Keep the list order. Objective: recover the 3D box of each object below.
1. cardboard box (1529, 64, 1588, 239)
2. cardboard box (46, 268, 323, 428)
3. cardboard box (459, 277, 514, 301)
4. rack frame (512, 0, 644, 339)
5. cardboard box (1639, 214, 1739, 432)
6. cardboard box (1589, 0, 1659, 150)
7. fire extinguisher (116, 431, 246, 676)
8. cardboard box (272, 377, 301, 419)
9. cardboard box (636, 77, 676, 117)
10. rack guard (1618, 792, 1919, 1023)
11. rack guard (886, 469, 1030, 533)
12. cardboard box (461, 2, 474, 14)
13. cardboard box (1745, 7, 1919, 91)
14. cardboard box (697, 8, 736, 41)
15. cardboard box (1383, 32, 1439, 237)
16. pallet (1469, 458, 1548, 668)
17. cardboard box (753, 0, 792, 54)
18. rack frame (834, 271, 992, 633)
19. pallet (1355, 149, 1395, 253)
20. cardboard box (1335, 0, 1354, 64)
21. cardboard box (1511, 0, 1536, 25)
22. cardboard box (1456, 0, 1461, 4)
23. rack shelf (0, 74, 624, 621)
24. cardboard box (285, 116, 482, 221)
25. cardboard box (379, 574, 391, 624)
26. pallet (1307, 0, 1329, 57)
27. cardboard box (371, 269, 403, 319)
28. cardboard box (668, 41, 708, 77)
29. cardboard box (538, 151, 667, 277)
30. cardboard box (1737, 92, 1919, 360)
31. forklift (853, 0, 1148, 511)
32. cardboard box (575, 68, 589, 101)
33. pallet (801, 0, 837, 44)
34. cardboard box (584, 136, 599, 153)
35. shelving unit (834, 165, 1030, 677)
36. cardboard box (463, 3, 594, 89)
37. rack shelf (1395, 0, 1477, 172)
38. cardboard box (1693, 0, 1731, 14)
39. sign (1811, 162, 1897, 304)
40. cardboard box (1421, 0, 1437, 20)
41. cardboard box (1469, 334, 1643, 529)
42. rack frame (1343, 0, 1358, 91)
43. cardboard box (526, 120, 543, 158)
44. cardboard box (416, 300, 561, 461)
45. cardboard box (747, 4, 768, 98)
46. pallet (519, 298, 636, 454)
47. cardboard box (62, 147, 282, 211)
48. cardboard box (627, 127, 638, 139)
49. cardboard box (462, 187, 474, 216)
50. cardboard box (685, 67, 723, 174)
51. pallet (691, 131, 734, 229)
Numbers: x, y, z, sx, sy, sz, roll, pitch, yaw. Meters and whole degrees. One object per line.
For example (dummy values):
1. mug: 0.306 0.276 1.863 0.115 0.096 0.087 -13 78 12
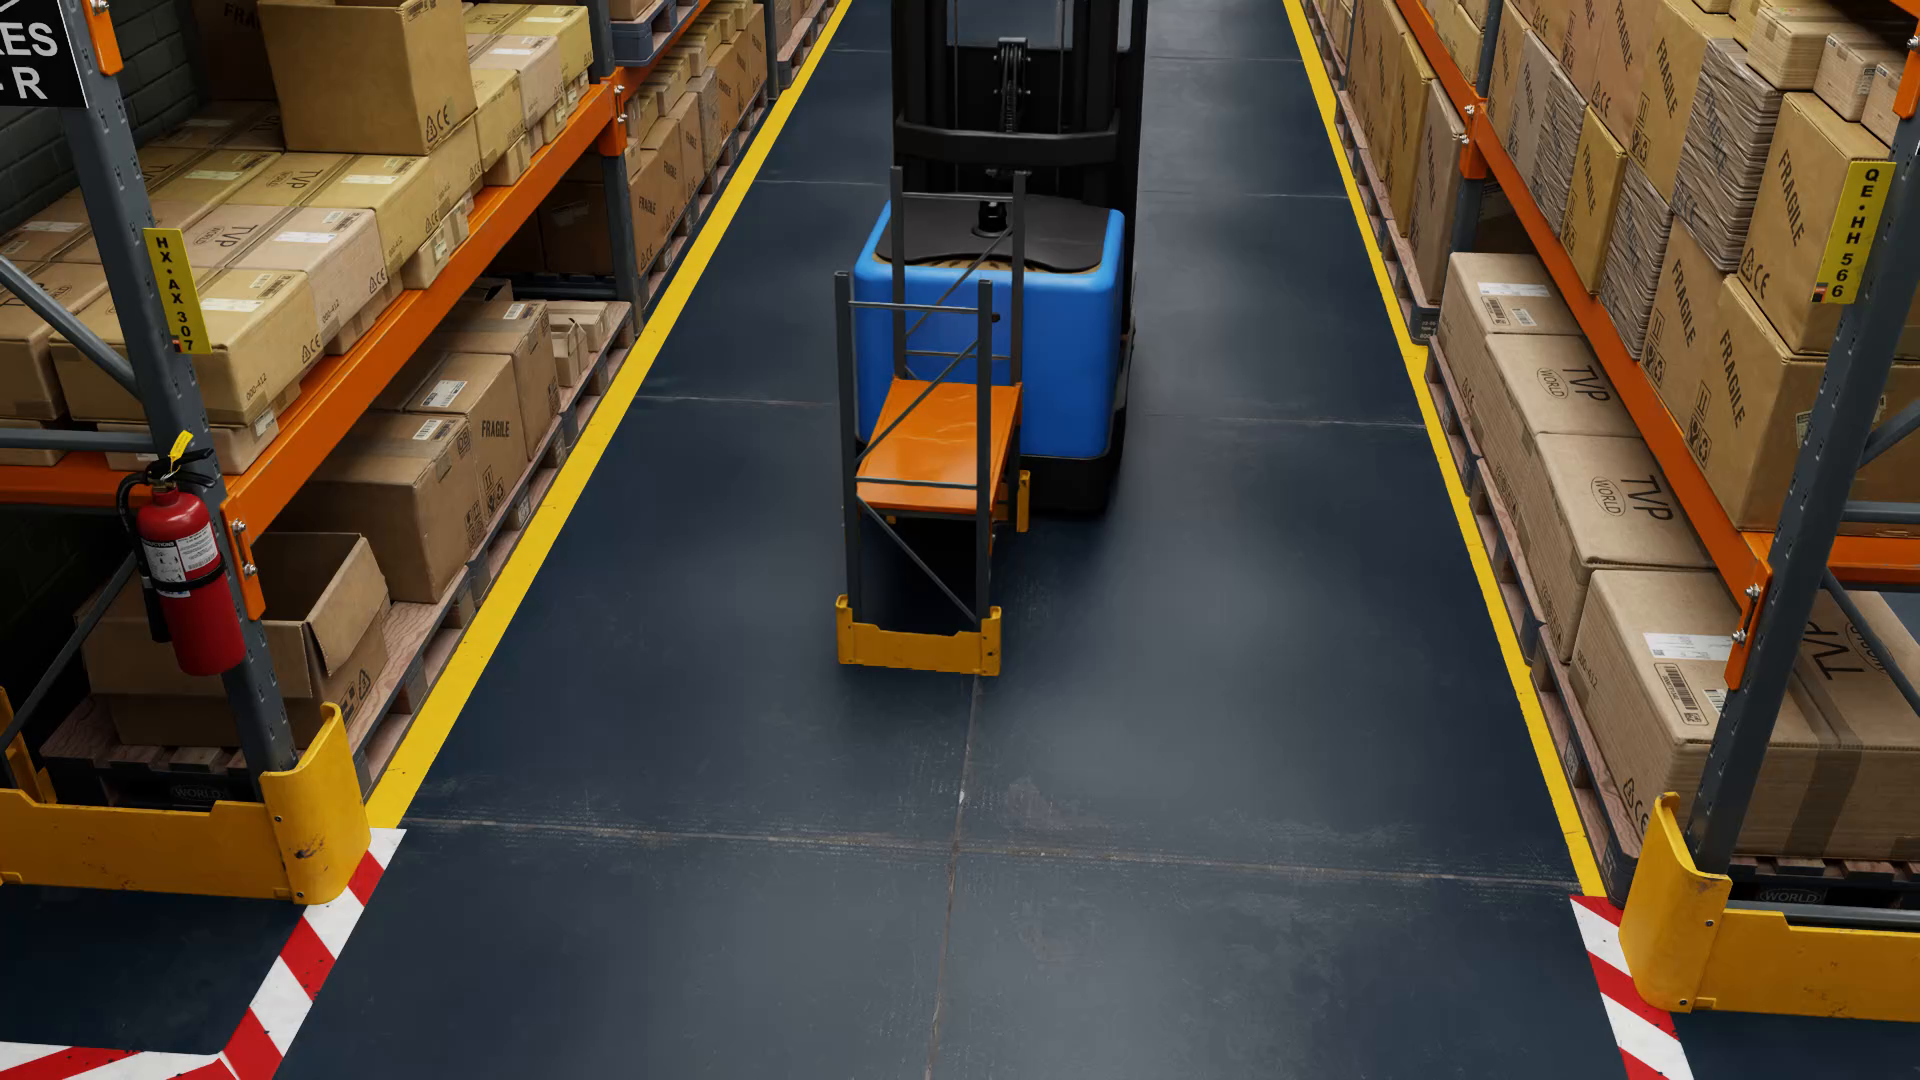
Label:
1. cardboard box: 2.437 -1.424 6.106 0.500 0.500 0.500 3 32 4
2. cardboard box: -2.140 -0.545 4.635 0.500 0.250 0.500 3 32 4
3. cardboard box: -2.409 -1.047 7.752 0.500 0.311 0.500 4 32 6
4. rack frame: -2.119 -2.348 7.701 1.000 3.000 0.127 2 32 4
5. cardboard box: 2.334 -0.614 4.793 0.500 0.500 0.500 2 32 3
6. cardboard box: 2.404 -1.573 5.395 0.500 0.500 0.500 2 32 4
7. fire extinguisher: -1.996 0.032 4.269 0.296 0.674 0.183 2 32 4
8. cardboard box: -2.170 -0.445 4.852 0.380 0.149 0.250 3 32 5
9. cardboard box: -1.804 -2.471 9.265 0.380 0.149 0.250 2 32 4
10. rack guard: 2.500 1.030 4.602 1.175 0.500 0.348 2 32 4
11. rack guard: -0.011 -0.175 6.795 0.587 0.250 0.087 4 32 7
12. cardboard box: -2.429 -2.164 7.261 0.500 0.250 0.500 2 32 3
13. cardboard box: 2.266 -1.259 4.268 0.380 0.149 0.250 2 32 4
14. cardboard box: -1.638 -3.282 10.580 0.380 0.149 0.250 1 32 2
15. cardboard box: 2.865 -2.213 9.106 0.875 0.875 0.875 3 32 5
16. pallet: 2.591 0.083 6.414 1.003 0.211 1.213 2 32 4
17. cardboard box: -1.729 -3.933 12.136 0.875 0.625 0.625 3 32 6
18. rack frame: -0.148 -0.189 5.627 0.500 1.500 0.032 4 32 7
19. pallet: 2.913 -1.997 9.790 1.003 0.211 1.213 2 32 4
20. cardboard box: 3.210 -3.585 11.812 0.950 0.372 0.625 0 32 1
21. cardboard box: 2.548 -2.368 6.685 0.500 0.500 0.500 3 32 4
22. cardboard box: 2.655 -2.790 8.084 0.500 0.250 0.500 3 32 5
23. rack shelf: -2.282 -0.996 6.193 1.077 0.370 4.000 2 32 4
24. cardboard box: -2.040 -1.342 5.928 0.500 0.250 0.500 2 32 3
25. cardboard box: -2.227 0.242 5.815 0.380 0.149 0.250 1 32 2
26. pallet: 3.321 -4.087 13.181 1.003 0.211 1.213 2 32 4
27. cardboard box: -2.086 -0.852 5.514 0.380 0.149 0.250 3 32 5
28. cardboard box: -1.717 -2.869 9.911 0.380 0.149 0.250 1 32 2
29. cardboard box: -1.856 -1.706 8.642 0.500 0.500 0.500 4 32 6
30. cardboard box: 2.304 -0.777 4.103 0.500 0.500 0.500 3 32 6
31. forklift: 0.283 -2.124 7.402 1.130 2.935 3.031 4 32 7
32. cardboard box: -1.894 -2.064 7.479 0.380 0.149 0.250 3 32 5
33. pallet: -1.586 -4.318 13.555 1.003 0.211 1.213 2 32 4
34. cardboard box: -1.885 -2.044 8.289 0.380 0.149 0.250 2 32 3
35. shelving unit: -0.079 -0.448 6.048 0.587 1.500 1.083 4 32 7
36. cardboard box: -1.918 -2.134 7.214 0.500 0.250 0.500 3 32 5
37. rack shelf: 2.991 -2.878 9.246 1.077 0.370 4.000 2 32 4
38. cardboard box: 2.381 -1.657 4.913 0.380 0.149 0.250 3 32 5
39. sign: 1.963 -0.671 3.650 0.100 0.325 0.005 2 32 4
40. cardboard box: 2.716 -2.849 8.657 0.500 0.250 0.500 2 32 3
41. cardboard box: 2.598 -0.434 6.638 0.875 0.438 0.875 2 32 3
42. rack frame: 3.154 -4.230 10.754 1.000 3.000 0.127 2 32 4
43. cardboard box: -1.939 -1.654 6.814 0.380 0.149 0.250 3 32 5
44. cardboard box: -2.108 -0.675 6.969 0.700 0.500 0.500 1 32 2
45. cardboard box: -1.614 -3.324 11.267 0.500 0.500 0.500 3 32 5
46. pallet: -2.176 -0.802 7.850 1.003 0.211 1.213 2 32 4
47. cardboard box: -2.584 -1.100 5.535 0.500 0.250 0.500 3 32 6
48. cardboard box: -1.880 -2.063 8.603 0.380 0.149 0.250 2 32 3
49. cardboard box: -2.037 -1.258 6.171 0.380 0.149 0.250 2 32 4
50. cardboard box: -1.729 -2.517 9.957 0.500 0.500 0.500 1 32 2
51. pallet: -1.994 -2.228 10.164 1.003 0.211 1.213 2 32 4
